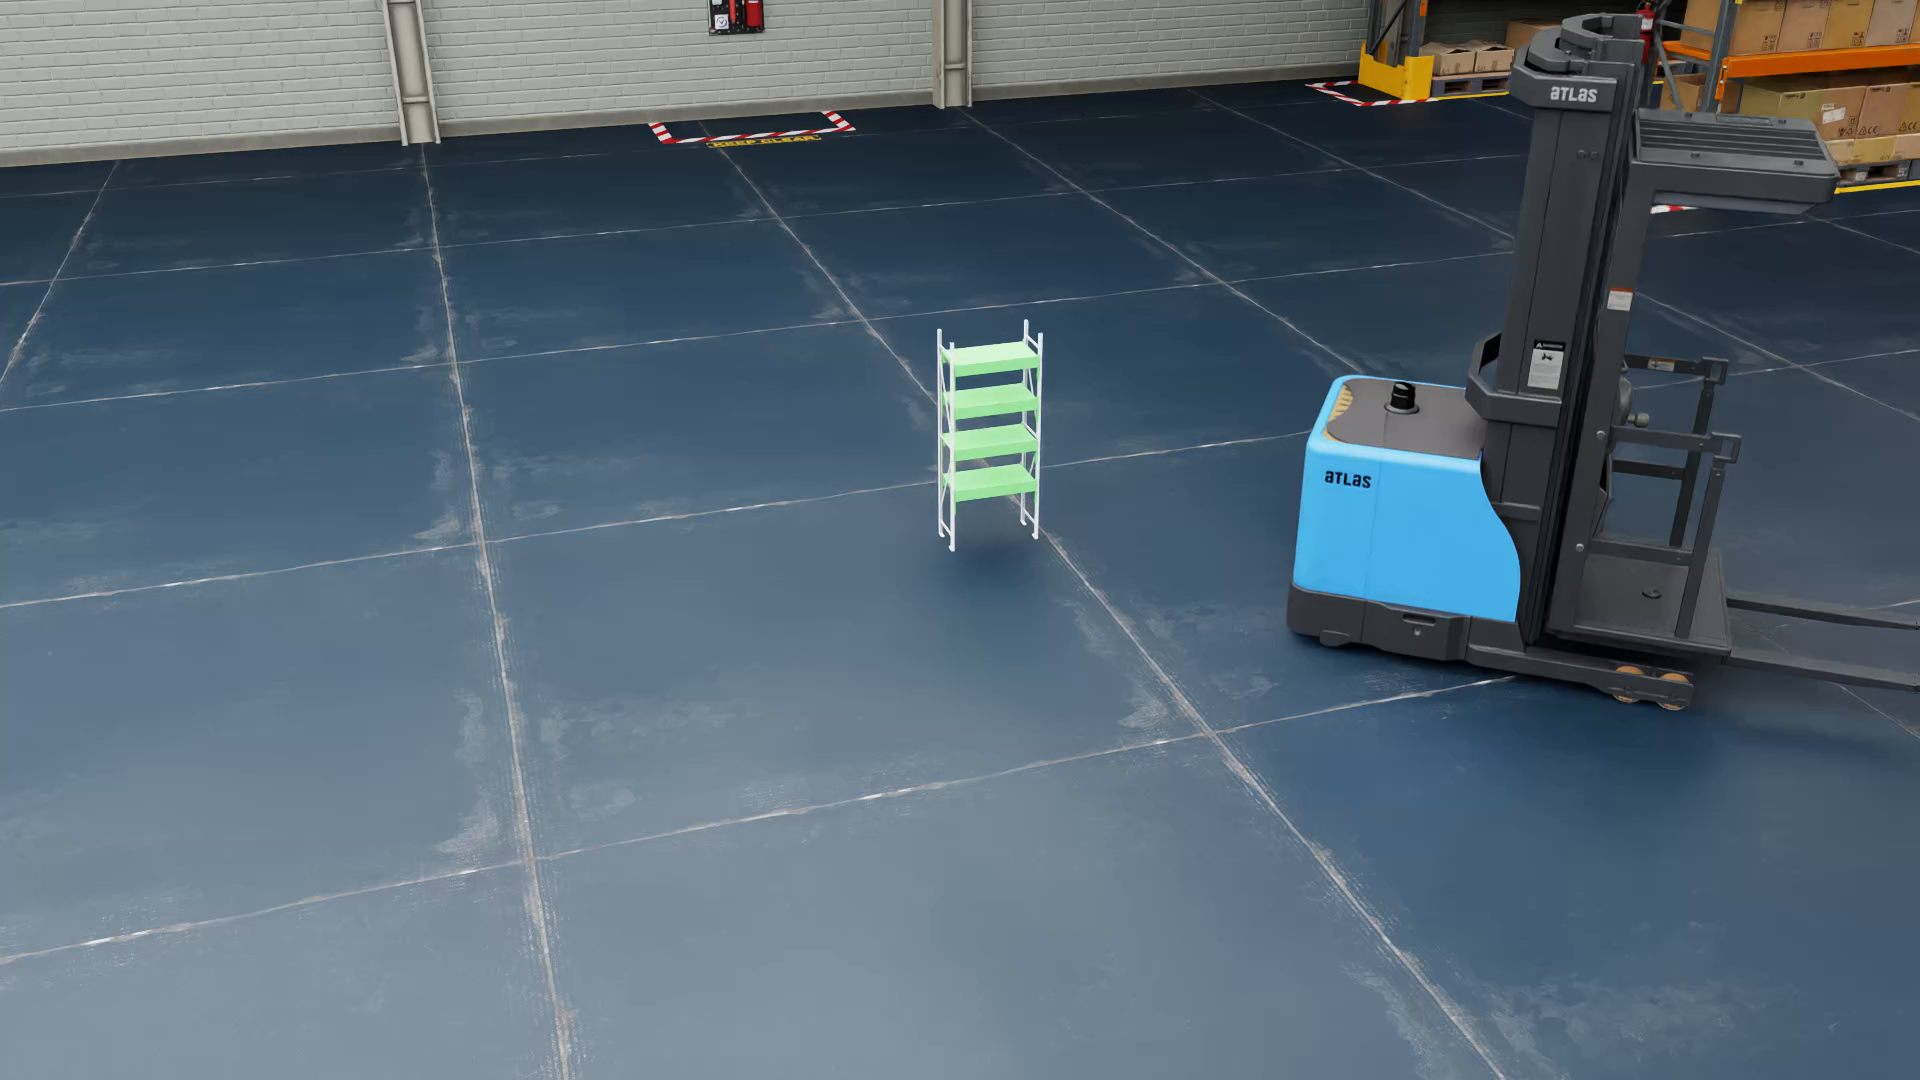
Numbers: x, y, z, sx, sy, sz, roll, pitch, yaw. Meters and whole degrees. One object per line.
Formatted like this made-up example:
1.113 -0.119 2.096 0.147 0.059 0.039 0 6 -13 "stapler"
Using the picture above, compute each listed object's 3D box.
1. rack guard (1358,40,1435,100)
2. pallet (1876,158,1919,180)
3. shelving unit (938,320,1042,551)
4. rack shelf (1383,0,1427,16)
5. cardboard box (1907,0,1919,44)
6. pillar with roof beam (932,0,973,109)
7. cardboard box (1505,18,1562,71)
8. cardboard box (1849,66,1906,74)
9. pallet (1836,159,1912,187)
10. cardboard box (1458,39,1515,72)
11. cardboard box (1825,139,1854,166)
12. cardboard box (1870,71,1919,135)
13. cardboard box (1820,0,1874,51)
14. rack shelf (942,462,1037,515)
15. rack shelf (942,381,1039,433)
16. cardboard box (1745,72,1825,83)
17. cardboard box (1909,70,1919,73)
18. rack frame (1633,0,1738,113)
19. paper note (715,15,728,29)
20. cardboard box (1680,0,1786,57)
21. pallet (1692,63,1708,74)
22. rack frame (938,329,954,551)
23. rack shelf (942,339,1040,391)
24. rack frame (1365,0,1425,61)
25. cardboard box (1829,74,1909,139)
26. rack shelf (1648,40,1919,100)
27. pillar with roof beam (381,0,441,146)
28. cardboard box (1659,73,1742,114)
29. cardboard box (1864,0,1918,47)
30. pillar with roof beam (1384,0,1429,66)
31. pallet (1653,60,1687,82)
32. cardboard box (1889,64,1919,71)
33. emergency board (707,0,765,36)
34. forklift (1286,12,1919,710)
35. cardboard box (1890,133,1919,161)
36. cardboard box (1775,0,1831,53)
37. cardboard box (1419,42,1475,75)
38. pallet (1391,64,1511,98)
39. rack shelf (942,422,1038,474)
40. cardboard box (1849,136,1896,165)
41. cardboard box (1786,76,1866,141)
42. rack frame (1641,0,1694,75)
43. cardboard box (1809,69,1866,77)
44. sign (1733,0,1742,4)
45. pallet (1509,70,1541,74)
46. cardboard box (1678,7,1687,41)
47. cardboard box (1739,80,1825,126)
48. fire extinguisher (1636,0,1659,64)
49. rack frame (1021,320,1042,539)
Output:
5.287 -5.717 20.204 0.348 0.500 1.175 -8 28 -16 "rack guard"
9.787 -3.942 16.954 1.213 0.211 1.003 -8 28 -16 "pallet"
0.157 -0.560 9.029 0.503 1.200 0.258 -8 28 -16 "shelving unit"
7.117 -6.780 20.342 4.000 0.370 1.077 -8 28 -16 "rack shelf"
9.158 -5.121 16.080 0.500 0.500 0.700 -8 27 -15 "cardboard box"
1.241 -7.329 13.893 0.400 9.000 9.100 -8 28 -16 "pillar with roof beam"
7.156 -6.119 20.519 0.500 0.500 0.700 -10 28 -19 "cardboard box"
9.067 -4.506 16.730 0.500 0.500 0.500 -8 28 -16 "cardboard box"
8.625 -3.773 16.612 1.213 0.211 1.003 -8 28 -16 "pallet"
6.443 -5.955 20.400 0.500 0.311 0.500 -6 27 -12 "cardboard box"
8.281 -3.808 16.167 0.500 0.250 0.500 -8 28 -16 "cardboard box"
9.229 -4.285 16.284 0.500 0.500 0.500 -8 28 -16 "cardboard box"
8.172 -4.976 15.788 0.500 0.500 0.700 -8 28 -16 "cardboard box"
0.157 -0.288 9.164 0.480 0.148 0.258 -8 28 -16 "rack shelf"
0.157 -0.718 8.951 0.480 0.148 0.258 -8 28 -16 "rack shelf"
8.117 -4.368 16.452 0.500 0.500 0.500 -8 28 -16 "cardboard box"
9.704 -4.355 16.426 0.500 0.500 0.500 -8 28 -16 "cardboard box"
6.753 -4.732 15.409 0.127 3.000 1.000 -8 28 -16 "rack frame"
-2.644 -5.748 18.446 0.142 0.148 0.016 -8 28 -16 "paper note"
7.200 -4.836 15.505 0.500 0.500 0.700 -8 28 -16 "cardboard box"
9.758 -6.236 21.574 1.213 0.211 1.003 -8 28 -16 "pallet"
-0.075 -0.527 8.961 0.015 1.200 0.240 -8 28 -16 "rack frame"
0.157 -0.933 8.844 0.480 0.148 0.258 -8 28 -16 "rack shelf"
5.215 -6.826 19.627 0.127 3.000 1.000 -8 28 -16 "rack frame"
8.758 -4.210 16.134 0.500 0.500 0.500 -8 28 -16 "cardboard box"
8.654 -4.686 16.124 4.000 0.370 1.077 -8 28 -16 "rack shelf"
-4.464 -6.503 12.229 0.400 9.000 9.100 -8 28 -16 "pillar with roof beam"
7.170 -4.224 16.163 0.500 0.500 0.500 -8 28 -16 "cardboard box"
8.672 -5.050 15.937 0.500 0.500 0.700 -7 27 -15 "cardboard box"
6.946 -8.155 15.557 0.400 9.000 9.100 -8 28 -16 "pillar with roof beam"
8.391 -6.021 21.140 1.213 0.211 1.003 -8 28 -16 "pallet"
9.545 -4.572 16.863 0.500 0.500 0.500 -8 28 -16 "cardboard box"
-2.454 -6.138 18.241 0.643 1.169 0.194 -8 28 -16 "emergency board"
3.192 -0.795 7.556 3.031 2.935 1.130 9 28 17 "forklift"
9.233 -3.944 16.440 0.500 0.250 0.500 -8 28 -16 "cardboard box"
7.698 -4.910 15.655 0.500 0.500 0.700 -8 27 -15 "cardboard box"
5.901 -5.876 20.242 0.500 0.311 0.500 -12 29 -22 "cardboard box"
6.071 -5.685 20.463 1.213 0.211 1.003 -8 28 -16 "pallet"
0.157 -0.503 9.058 0.480 0.148 0.258 -8 28 -16 "rack shelf"
8.758 -3.875 16.301 0.500 0.250 0.500 -8 28 -16 "cardboard box"
8.278 -4.149 16.010 0.500 0.500 0.500 -8 28 -16 "cardboard box"
9.018 -7.377 20.736 0.127 3.000 1.000 -8 28 -16 "rack frame"
8.592 -4.437 16.590 0.500 0.500 0.500 -8 28 -16 "cardboard box"
6.919 -4.920 14.725 0.005 0.325 0.100 -8 28 -16 "sign"
7.229 -5.851 20.798 1.213 0.211 1.003 -8 28 -16 "pallet"
9.713 -6.563 21.413 0.500 0.500 0.700 -7 27 -14 "cardboard box"
7.806 -4.074 15.860 0.500 0.500 0.500 -8 28 -16 "cardboard box"
6.496 -4.878 15.789 0.183 0.674 0.296 -8 28 -16 "fire extinguisher"
0.389 -0.594 9.097 0.015 1.200 0.240 -8 28 -16 "rack frame"
